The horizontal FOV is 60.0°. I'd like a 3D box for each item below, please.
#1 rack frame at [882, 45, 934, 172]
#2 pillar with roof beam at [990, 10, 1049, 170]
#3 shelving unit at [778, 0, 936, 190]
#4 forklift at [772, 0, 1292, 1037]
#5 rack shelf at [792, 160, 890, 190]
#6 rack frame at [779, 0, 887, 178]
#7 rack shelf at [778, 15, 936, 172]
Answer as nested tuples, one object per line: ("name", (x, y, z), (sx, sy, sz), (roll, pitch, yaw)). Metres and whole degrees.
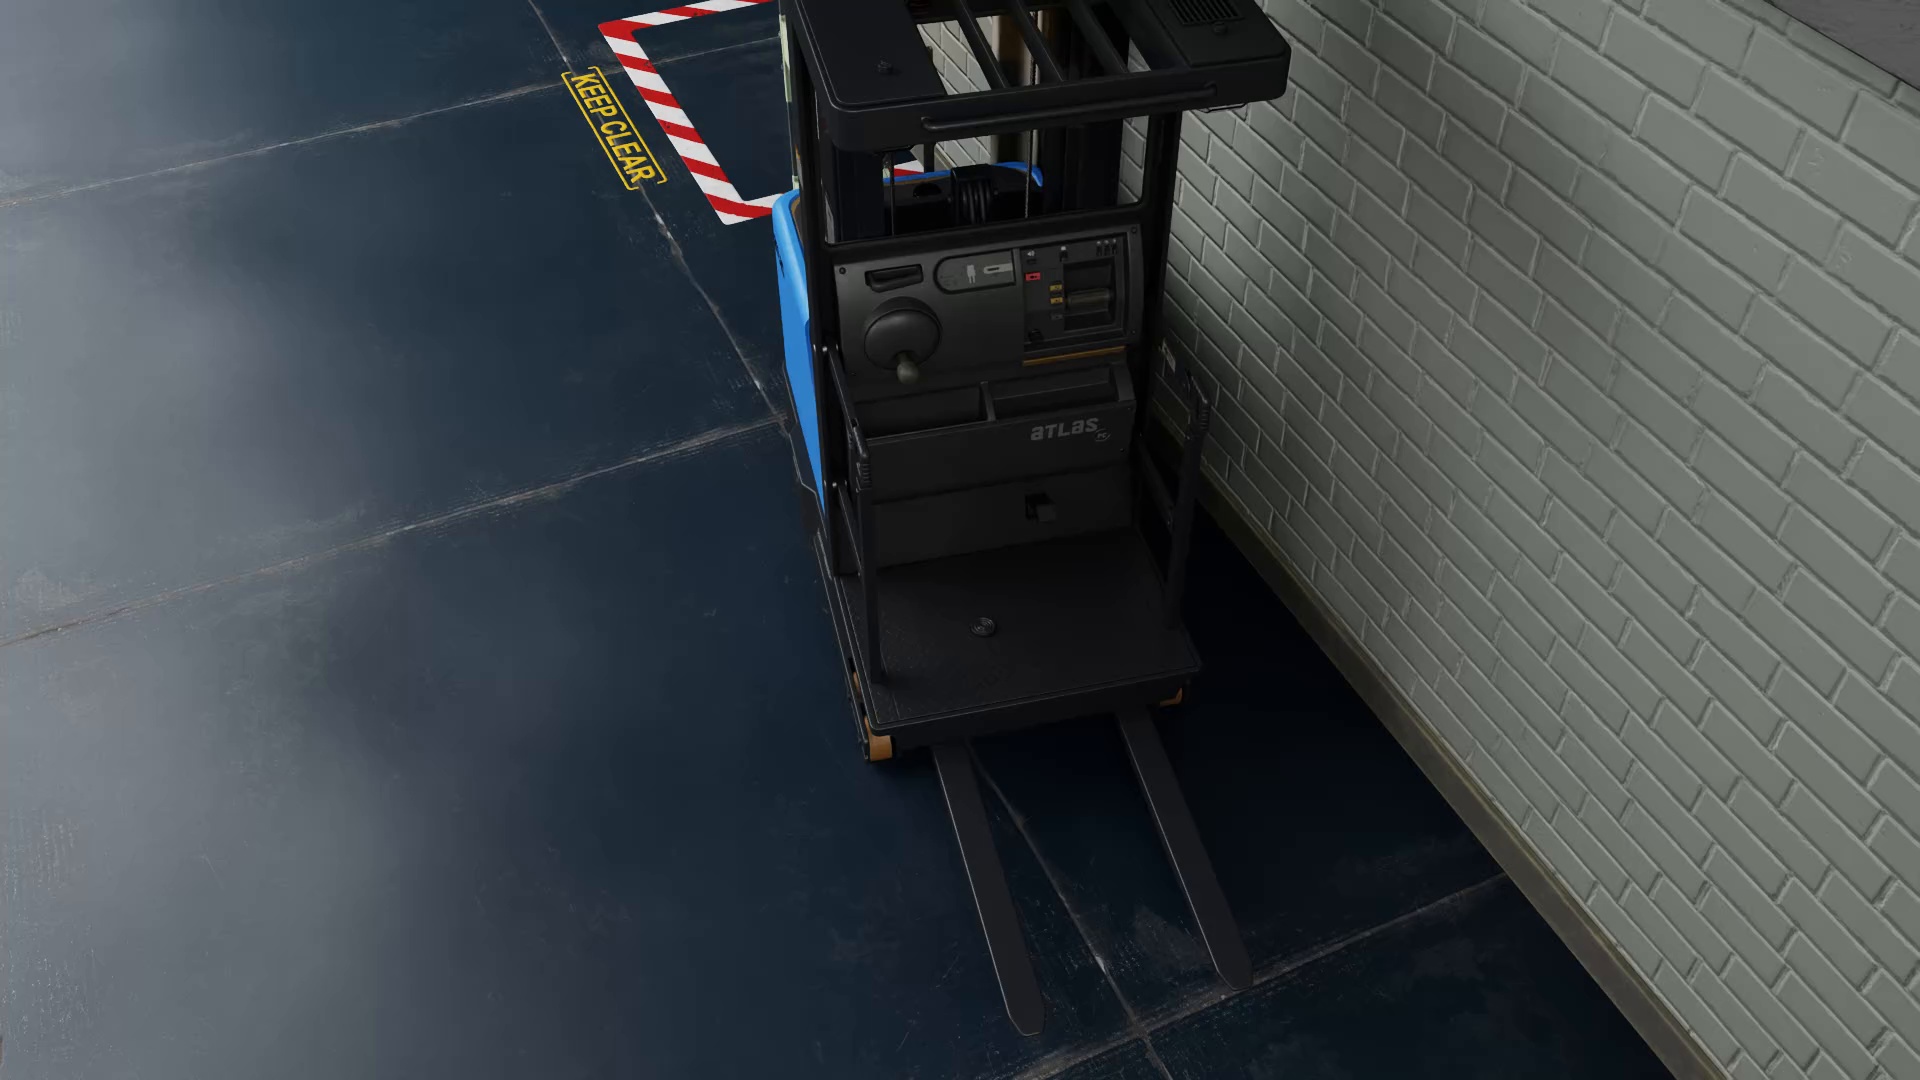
("rack frame", (-0.292, -1.172, 6.370), (0.400, 1.500, 0.023), (-12, 46, -12))
("pillar with roof beam", (-3.567, -2.769, 2.649), (9.100, 9.000, 0.400), (-18, 47, -17))
("shelving unit", (-0.397, -1.418, 6.619), (0.431, 1.500, 0.755), (-12, 46, -12))
("forklift", (0.146, -0.613, 4.784), (1.130, 2.935, 3.031), (-10, 45, -10))
("rack shelf", (-0.397, -1.186, 6.848), (0.431, 0.370, 0.720), (-12, 46, -12))
("rack frame", (-0.503, -1.664, 6.868), (0.400, 1.500, 0.023), (-12, 46, -12))
("rack shelf", (-0.397, -1.696, 6.345), (0.431, 0.370, 0.720), (-12, 46, -12))
